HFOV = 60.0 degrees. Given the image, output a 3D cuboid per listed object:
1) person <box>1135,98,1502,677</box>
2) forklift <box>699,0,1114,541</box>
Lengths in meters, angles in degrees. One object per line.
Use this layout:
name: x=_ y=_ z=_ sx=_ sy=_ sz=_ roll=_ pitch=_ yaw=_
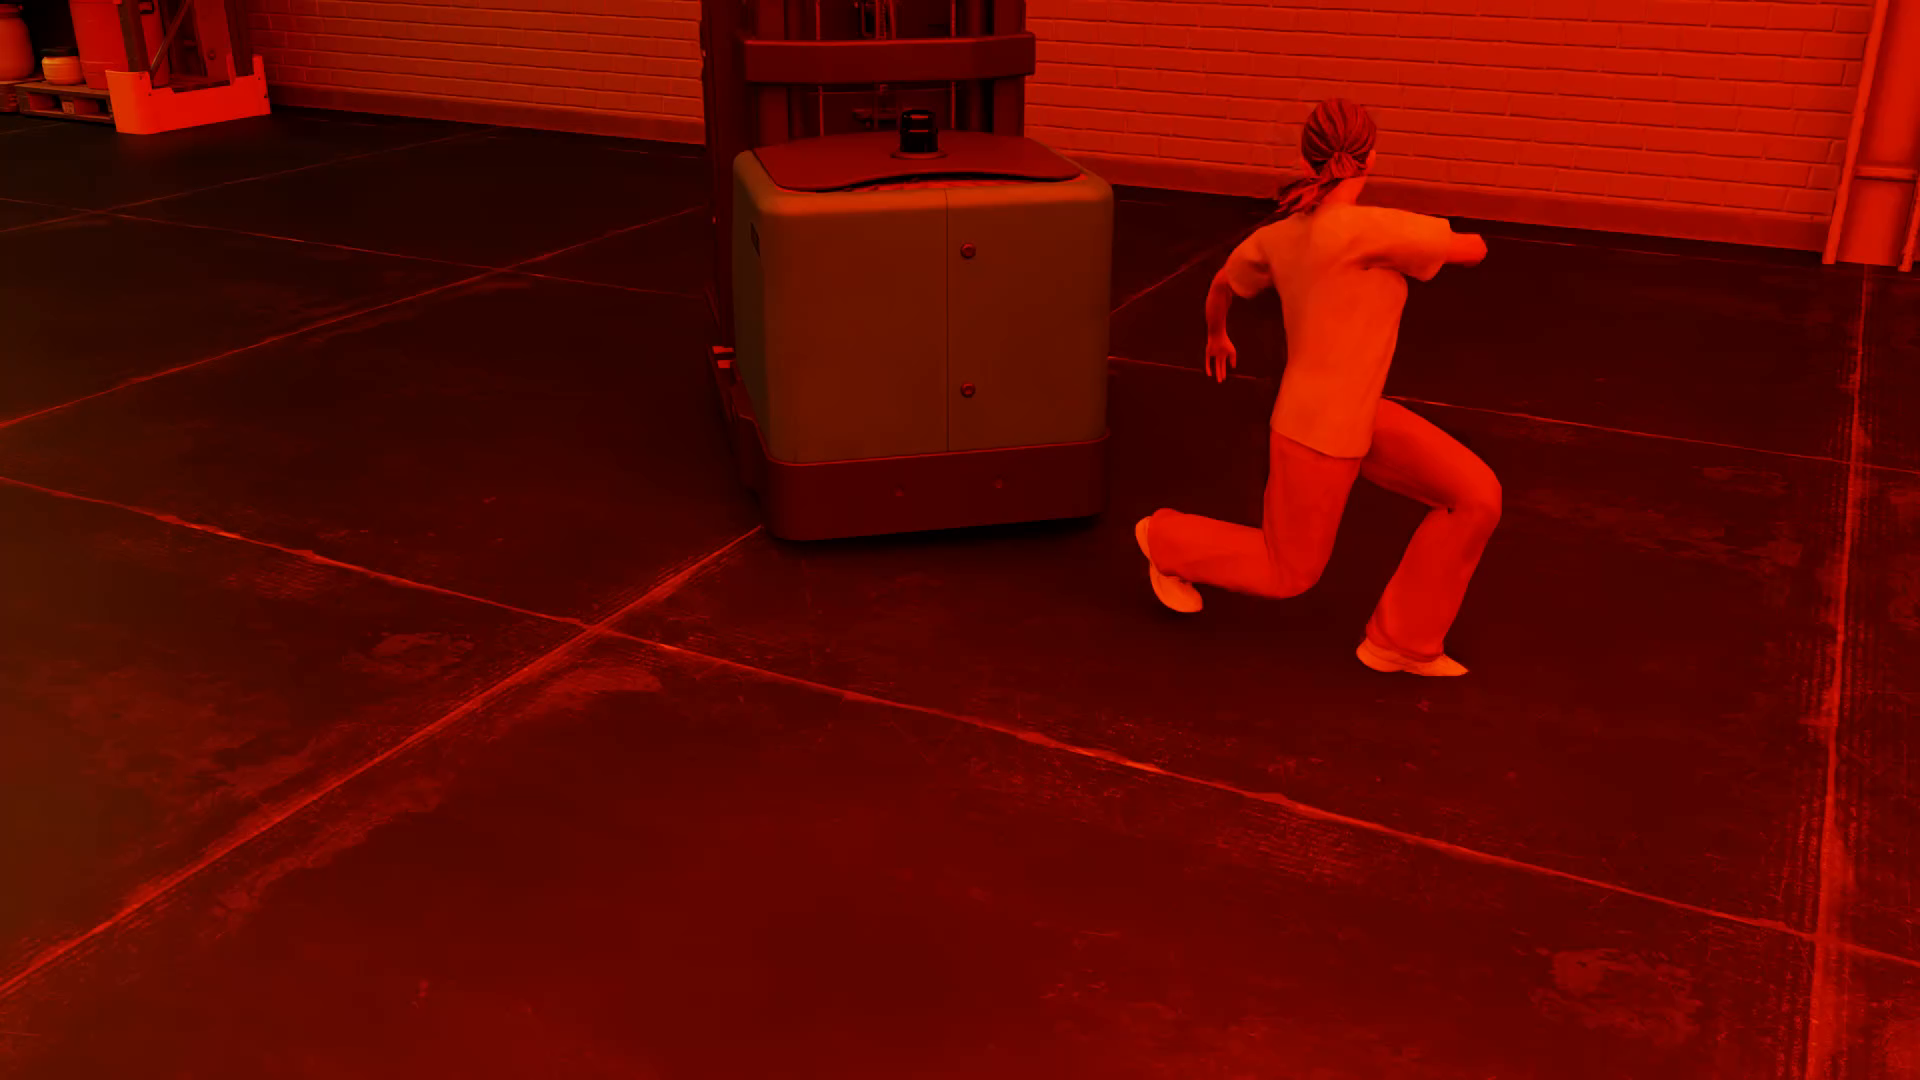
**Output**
person: x=0.922 y=-0.385 z=4.242 sx=0.943 sy=1.448 sz=0.652 roll=7 pitch=24 yaw=16
forklift: x=-0.373 y=-1.892 z=5.775 sx=1.130 sy=2.935 sz=3.031 roll=-5 pitch=23 yaw=-12
